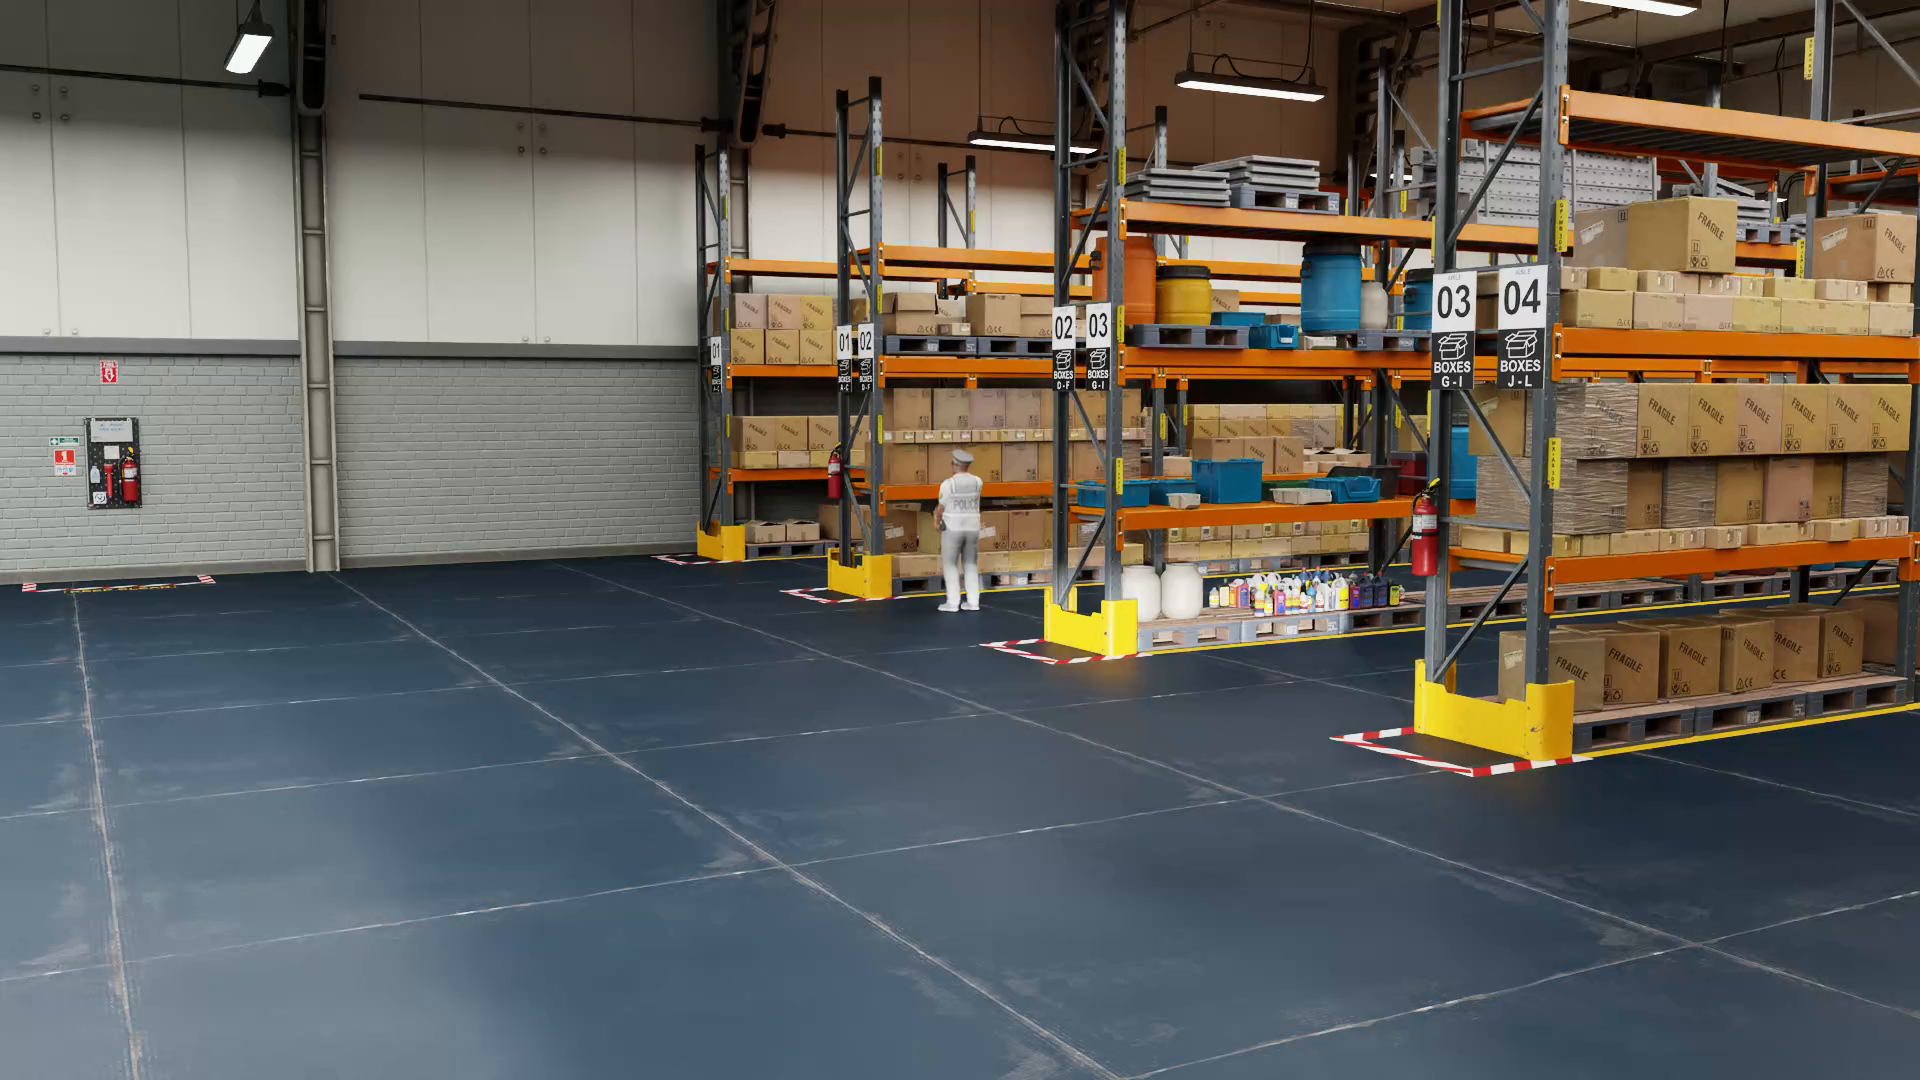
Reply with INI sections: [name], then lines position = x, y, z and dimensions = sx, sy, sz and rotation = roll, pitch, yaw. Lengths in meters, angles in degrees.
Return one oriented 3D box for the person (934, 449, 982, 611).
[person]
position = -0.040, -0.114, 18.317
dimensions = 0.513, 1.782, 0.552
rotation = -3, 6, -29
